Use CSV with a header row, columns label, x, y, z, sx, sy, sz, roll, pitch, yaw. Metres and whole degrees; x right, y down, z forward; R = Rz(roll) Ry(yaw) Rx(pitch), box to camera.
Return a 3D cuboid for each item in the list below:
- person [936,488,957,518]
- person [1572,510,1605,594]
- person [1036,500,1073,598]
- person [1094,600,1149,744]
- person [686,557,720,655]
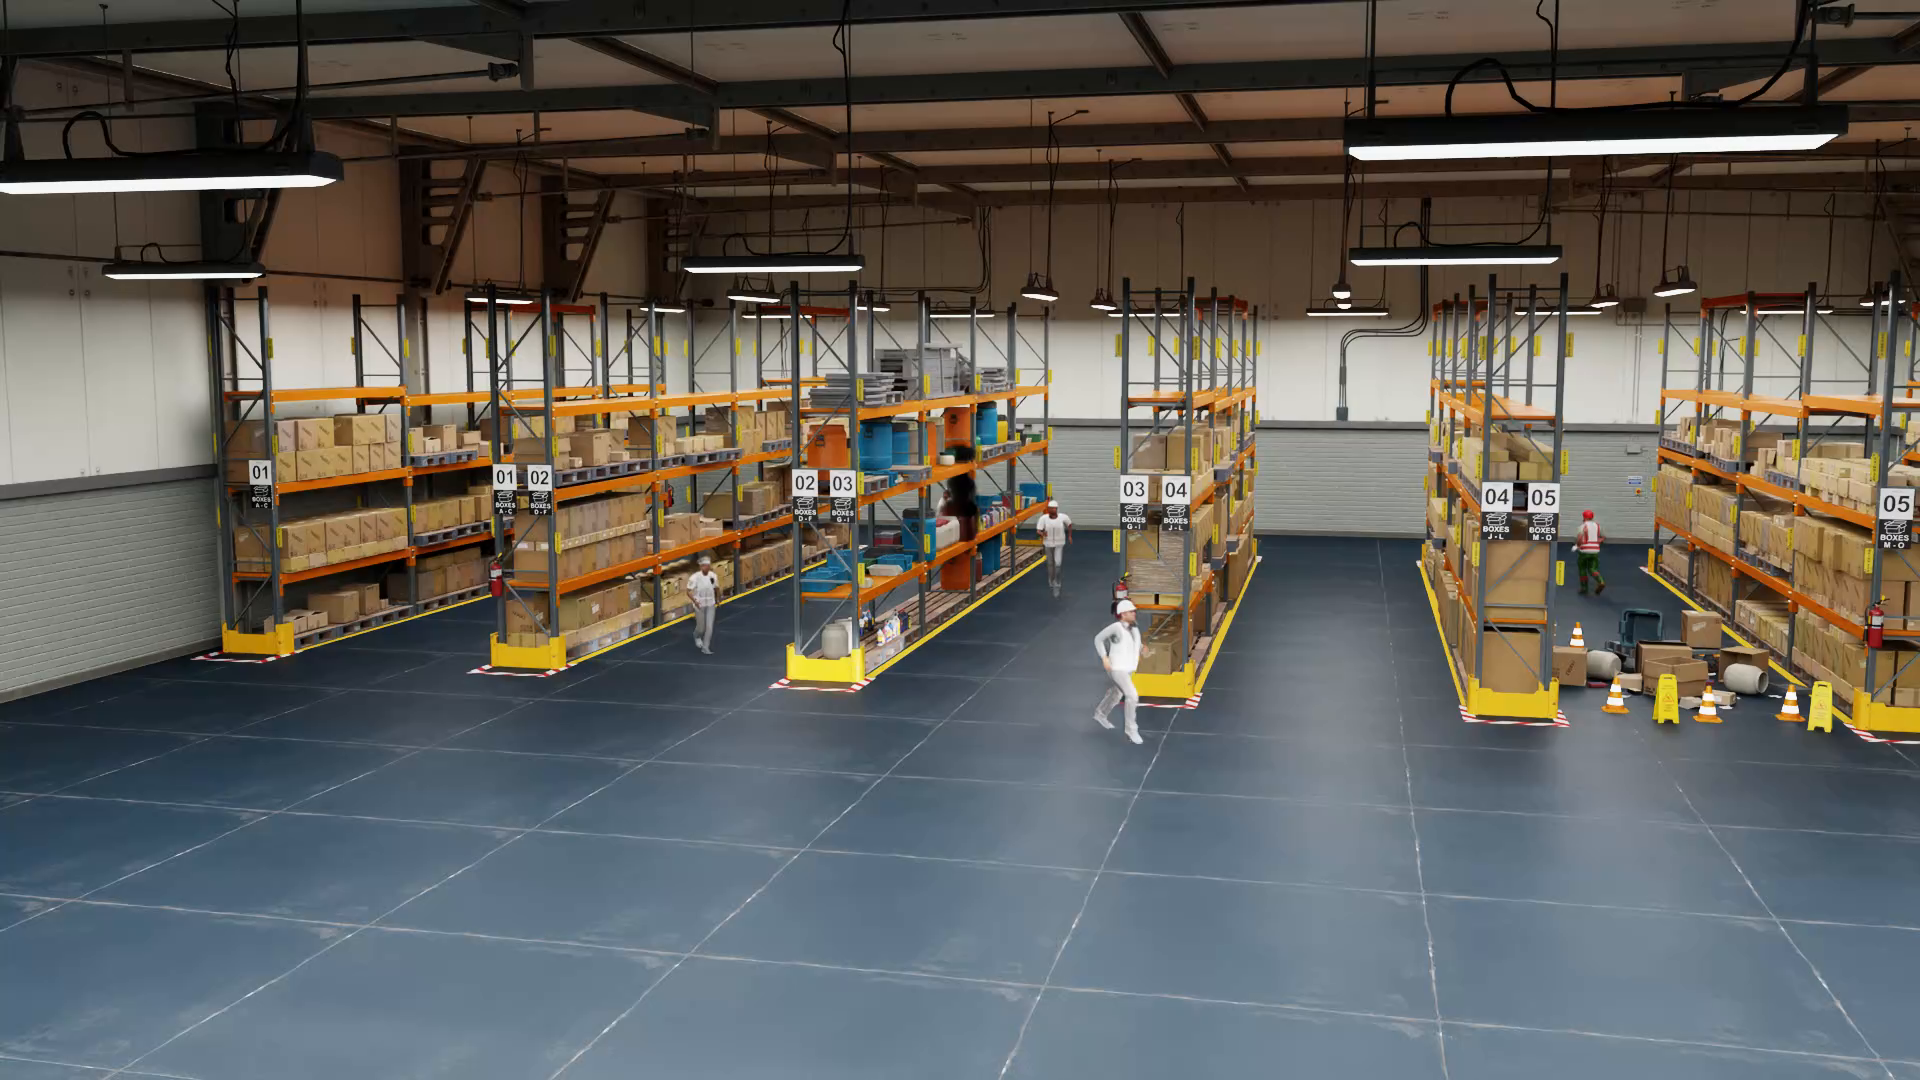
label,x,y,z,sx,sy,sz,roll,pitch,yaw
person,-0.321,-0.394,39.804,0.611,1.704,0.851,3,7,23
person,12.857,0.264,33.814,0.658,1.737,0.815,-1,7,-8
person,1.821,0.162,32.244,0.678,1.874,0.804,1,7,9
person,2.036,1.673,21.405,0.880,1.822,0.690,5,9,39
person,-4.232,1.061,27.408,0.574,1.632,0.600,-3,7,-23
